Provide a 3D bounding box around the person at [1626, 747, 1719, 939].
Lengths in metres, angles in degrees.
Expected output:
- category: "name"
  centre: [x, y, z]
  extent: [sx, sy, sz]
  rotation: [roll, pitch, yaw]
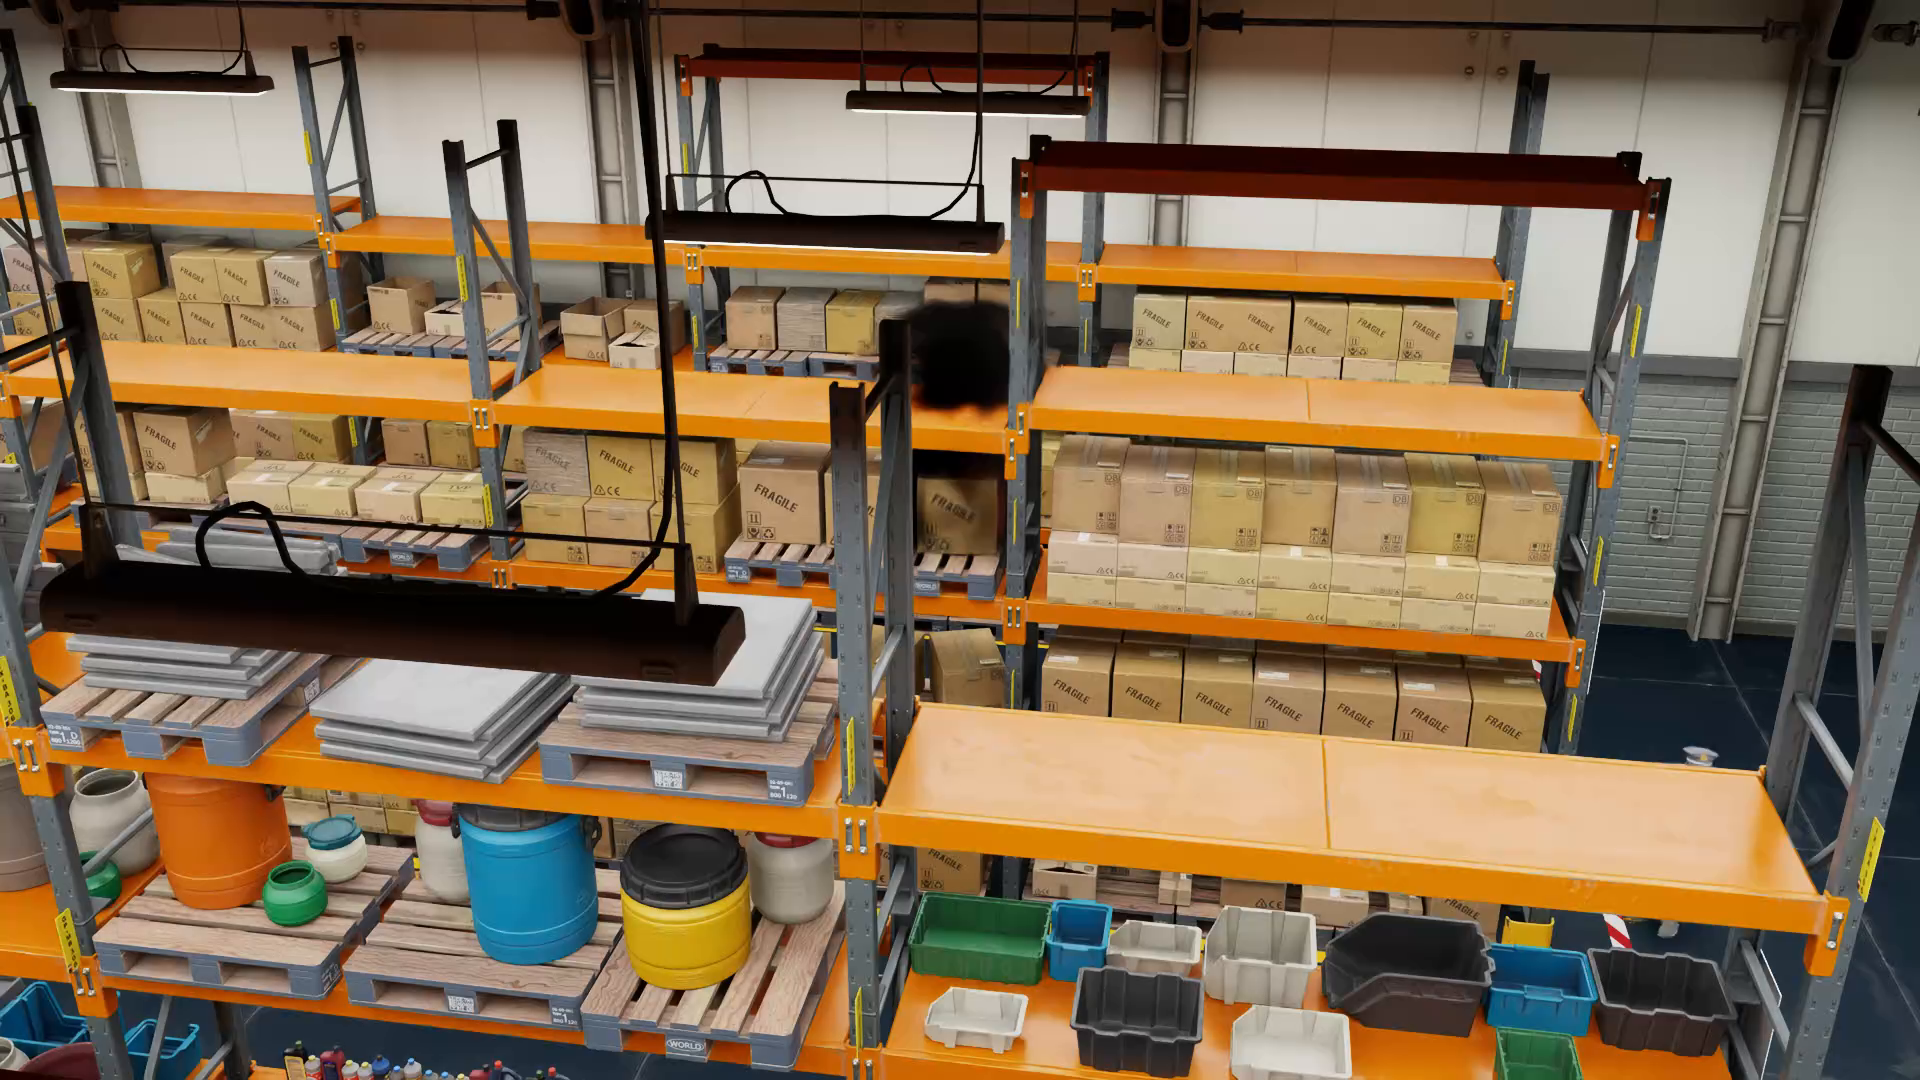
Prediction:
- category: "person"
  centre: [5.536, 2.304, 12.731]
  extent: [0.643, 1.773, 0.545]
  rotation: [15, 27, 32]
